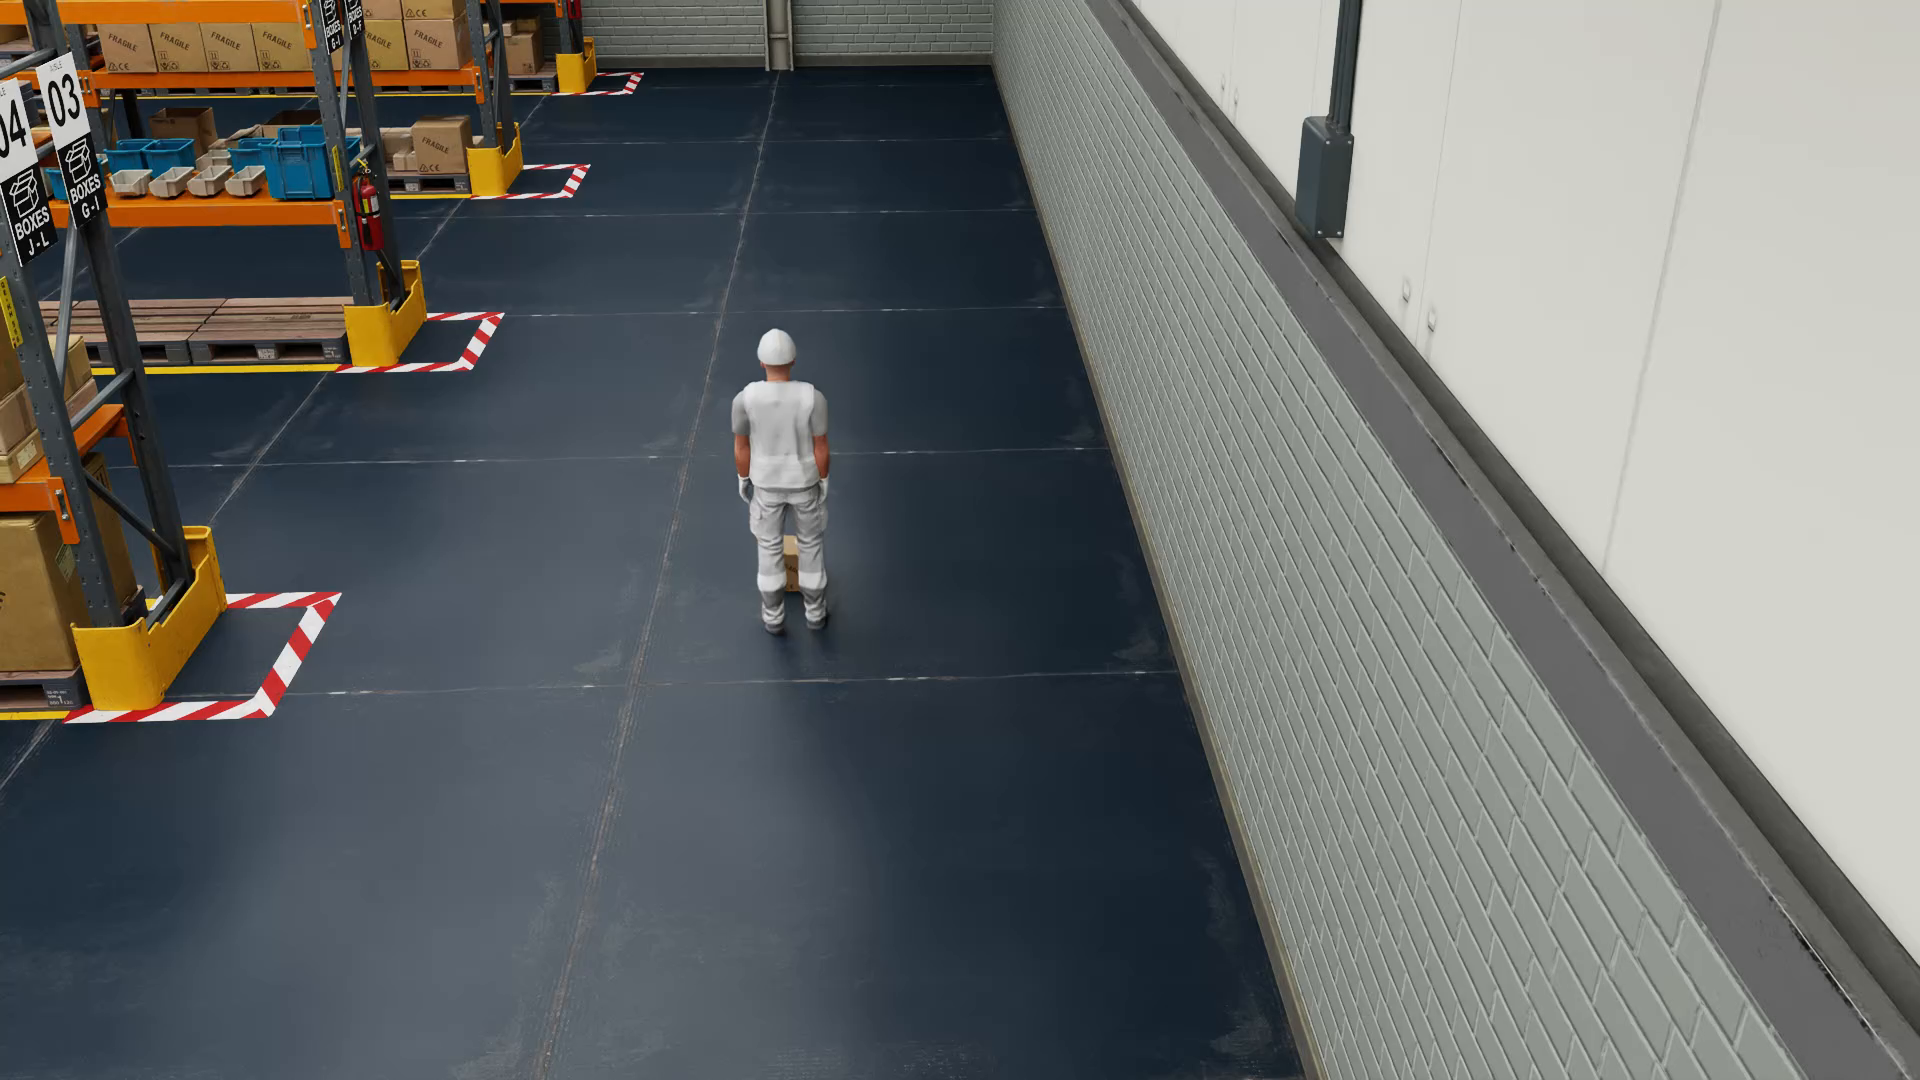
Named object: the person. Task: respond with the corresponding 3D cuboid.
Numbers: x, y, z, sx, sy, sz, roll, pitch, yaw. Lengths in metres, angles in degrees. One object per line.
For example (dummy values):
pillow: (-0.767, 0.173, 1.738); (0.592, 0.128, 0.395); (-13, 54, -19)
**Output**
person: (-0.974, -0.324, 9.223); (0.524, 1.786, 0.348); (-1, 27, -1)
